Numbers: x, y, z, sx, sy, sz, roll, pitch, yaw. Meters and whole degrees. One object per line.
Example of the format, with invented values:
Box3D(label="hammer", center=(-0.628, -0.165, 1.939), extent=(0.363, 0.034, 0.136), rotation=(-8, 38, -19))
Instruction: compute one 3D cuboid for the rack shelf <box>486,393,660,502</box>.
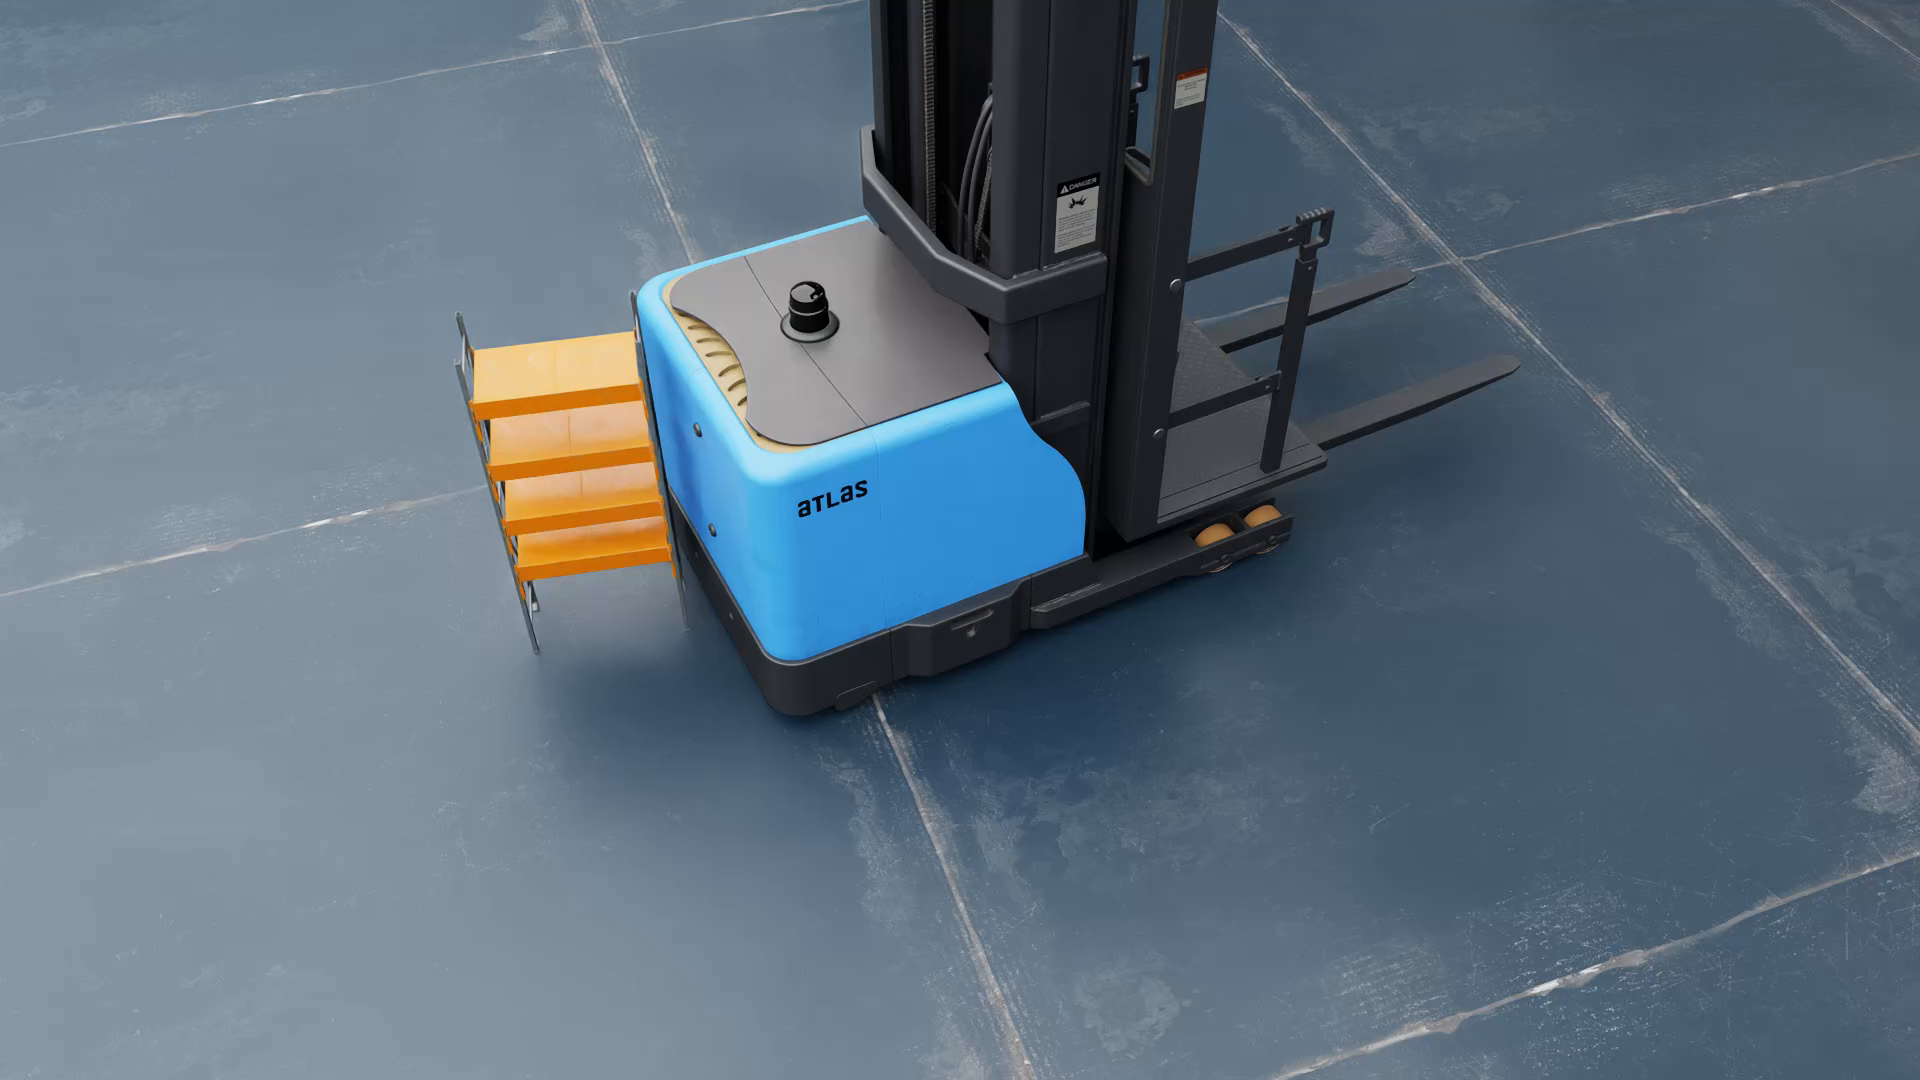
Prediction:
Box3D(label="rack shelf", center=(-1.156, -0.284, 4.965), extent=(0.480, 0.148, 0.258), rotation=(-8, 46, -8))

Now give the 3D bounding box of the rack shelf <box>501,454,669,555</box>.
Box3D(label="rack shelf", center=(-1.156, -0.126, 5.123), extent=(0.480, 0.148, 0.258), rotation=(-8, 46, -8))

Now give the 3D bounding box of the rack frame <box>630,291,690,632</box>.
Box3D(label="rack frame", center=(-0.916, -0.207, 5.109), extent=(0.015, 1.200, 0.240), rotation=(-8, 46, -8))

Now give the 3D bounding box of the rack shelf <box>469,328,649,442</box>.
Box3D(label="rack shelf", center=(-1.156, -0.451, 4.797), extent=(0.480, 0.148, 0.258), rotation=(-8, 46, -8))

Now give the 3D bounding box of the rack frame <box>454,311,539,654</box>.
Box3D(label="rack frame", center=(-1.395, -0.140, 5.042), extent=(0.015, 1.200, 0.240), rotation=(-8, 46, -8))

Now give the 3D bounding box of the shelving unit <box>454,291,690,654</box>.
Box3D(label="shelving unit", center=(-1.156, -0.174, 5.076), extent=(0.503, 1.200, 0.258), rotation=(-8, 46, -8))

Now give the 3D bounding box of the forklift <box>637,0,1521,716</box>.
Box3D(label="forklift", center=(0.558, -1.239, 4.915), extent=(3.031, 2.935, 1.130), rotation=(-20, 48, -19))

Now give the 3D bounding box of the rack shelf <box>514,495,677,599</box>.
Box3D(label="rack shelf", center=(-1.156, 0.014, 5.264), extent=(0.480, 0.148, 0.258), rotation=(-8, 46, -8))
